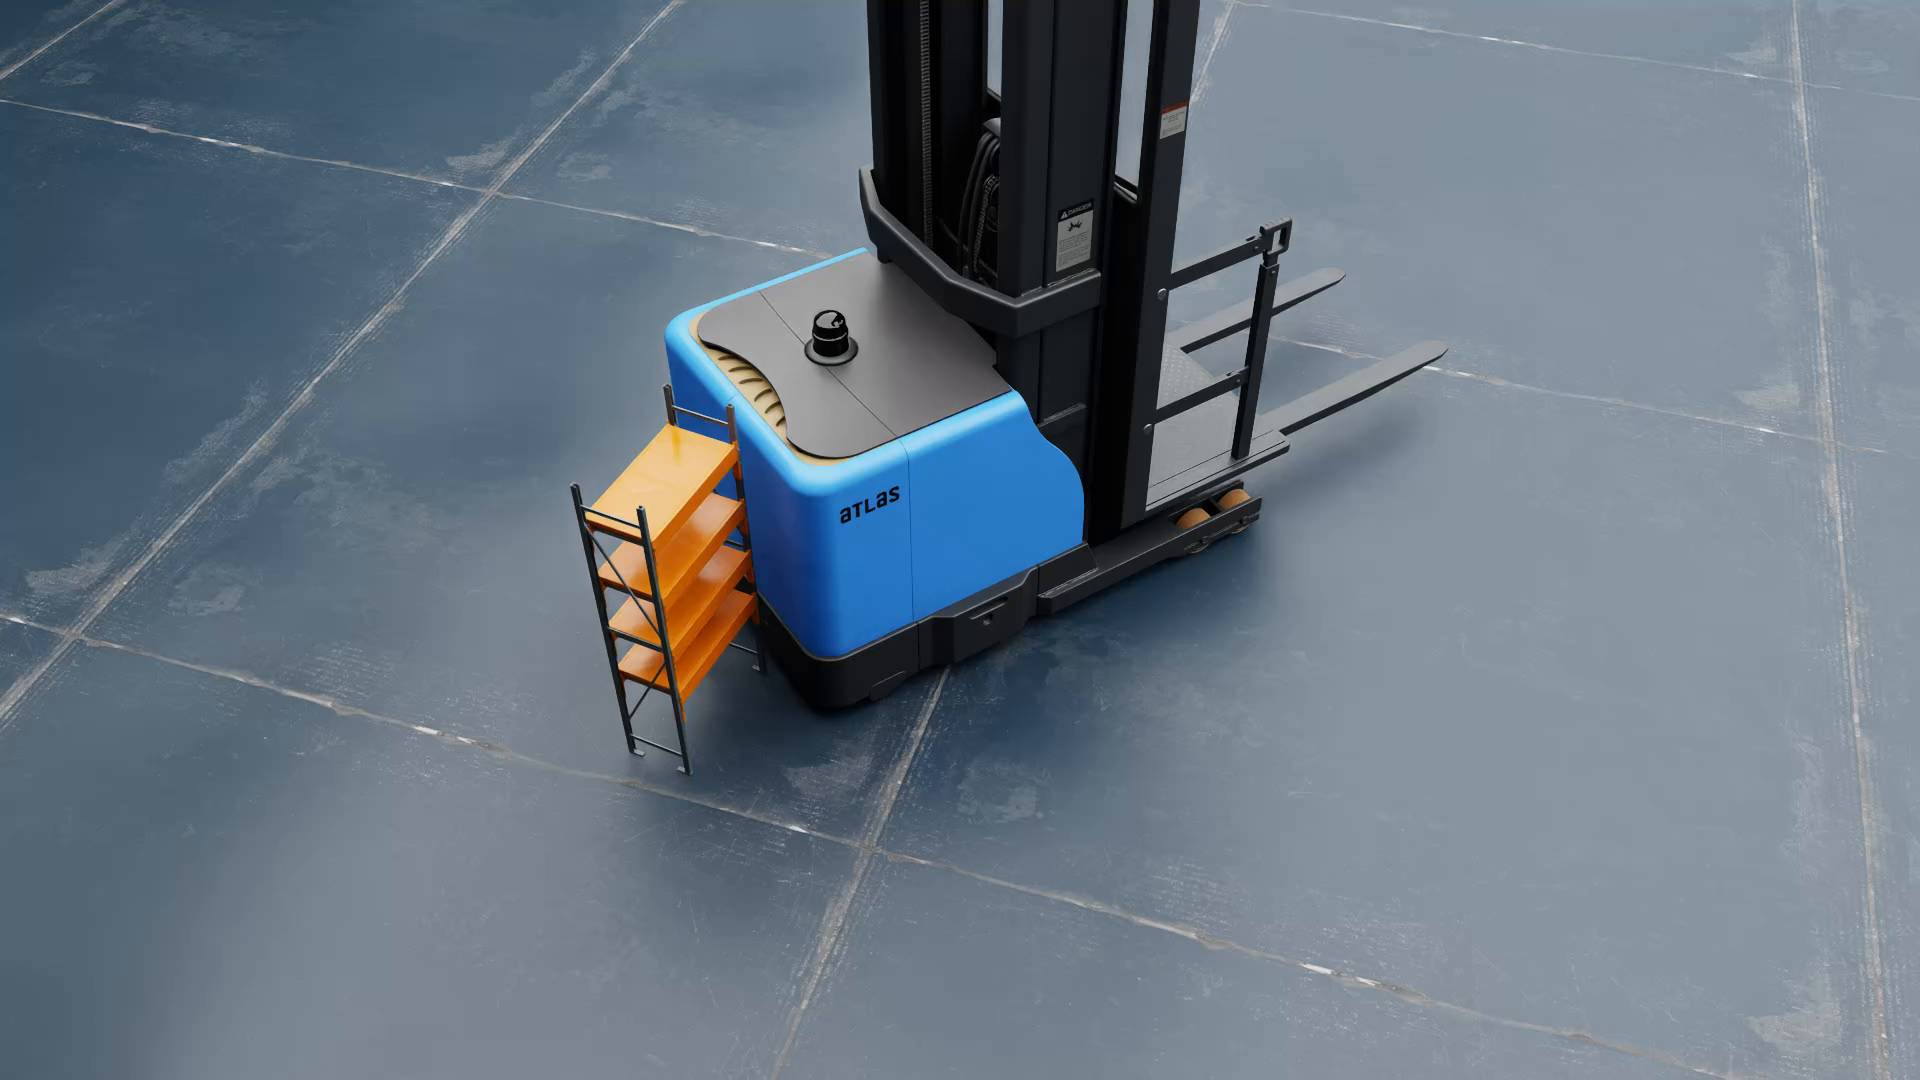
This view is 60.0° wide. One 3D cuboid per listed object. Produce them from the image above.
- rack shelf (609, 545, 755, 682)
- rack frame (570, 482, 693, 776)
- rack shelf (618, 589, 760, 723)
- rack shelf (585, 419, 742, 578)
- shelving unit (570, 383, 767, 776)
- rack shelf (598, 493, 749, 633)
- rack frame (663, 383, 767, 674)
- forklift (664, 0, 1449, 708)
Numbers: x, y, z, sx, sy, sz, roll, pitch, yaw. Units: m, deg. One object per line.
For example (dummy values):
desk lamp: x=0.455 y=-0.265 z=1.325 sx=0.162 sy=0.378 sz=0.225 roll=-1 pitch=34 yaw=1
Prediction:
rack shelf: x=-0.886 y=0.199 z=5.285 sx=0.258 sy=0.148 sz=0.480 roll=18 pitch=47 yaw=18
rack frame: x=-0.989 y=0.305 z=5.080 sx=0.240 sy=1.200 sz=0.015 roll=18 pitch=47 yaw=18
rack shelf: x=-0.886 y=0.341 z=5.424 sx=0.258 sy=0.148 sz=0.480 roll=18 pitch=47 yaw=18
rack shelf: x=-0.886 y=-0.130 z=4.963 sx=0.258 sy=0.148 sz=0.480 roll=18 pitch=47 yaw=18
shelving unit: x=-0.886 y=0.151 z=5.238 sx=0.258 sy=1.200 sz=0.503 roll=18 pitch=47 yaw=18
rack shelf: x=-0.886 y=0.039 z=5.129 sx=0.258 sy=0.148 sz=0.480 roll=18 pitch=47 yaw=18
rack frame: x=-0.783 y=-0.004 z=5.396 sx=0.240 sy=1.200 sz=0.015 roll=18 pitch=47 yaw=18
forklift: x=0.528 y=-1.287 z=5.469 sx=3.031 sy=2.935 sz=1.130 roll=-24 pitch=49 yaw=-23
